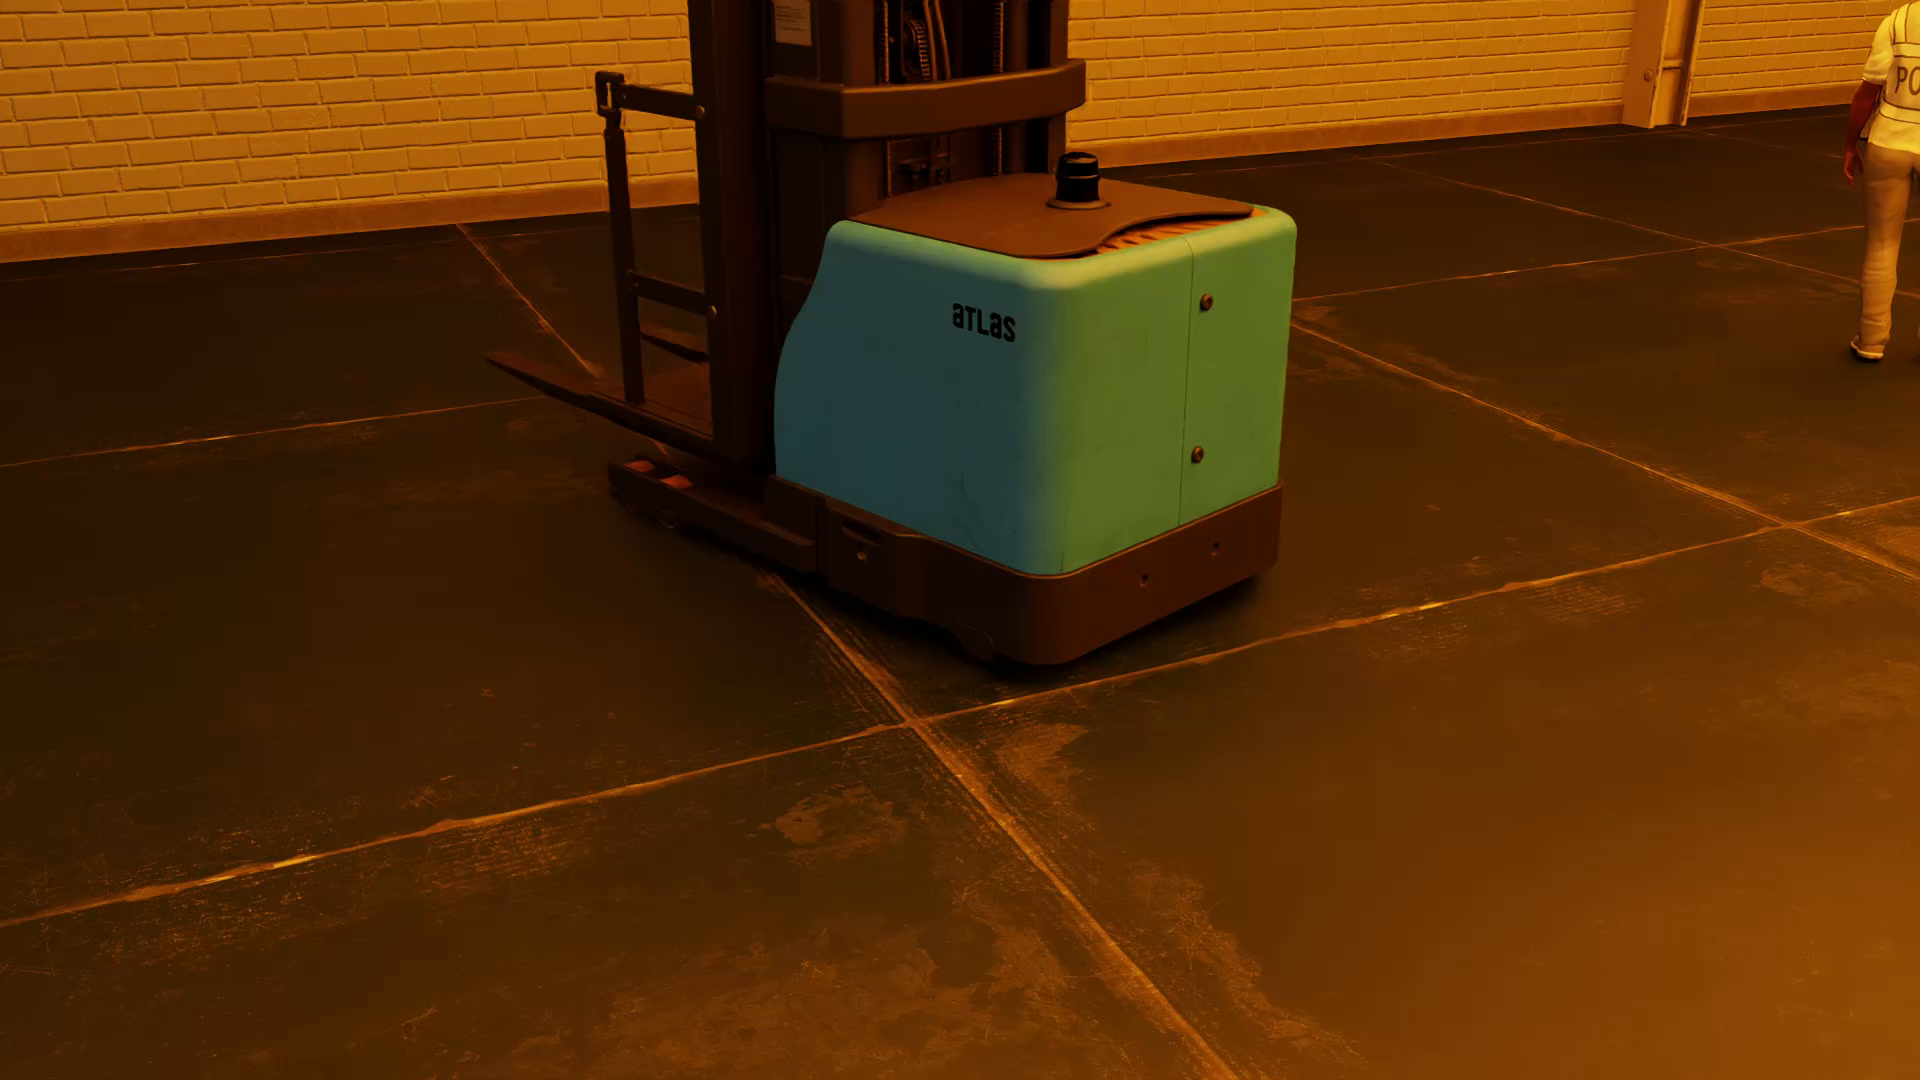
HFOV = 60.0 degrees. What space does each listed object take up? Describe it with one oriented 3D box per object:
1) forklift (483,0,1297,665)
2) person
[{"bbox_3d":[-0.477,-1.511,4.924,1.130,2.935,3.031,-21,30,-40],"label":"forklift"},{"bbox_3d":[3.840,-1.554,6.623,0.569,1.691,0.530,13,26,29],"label":"person"}]
